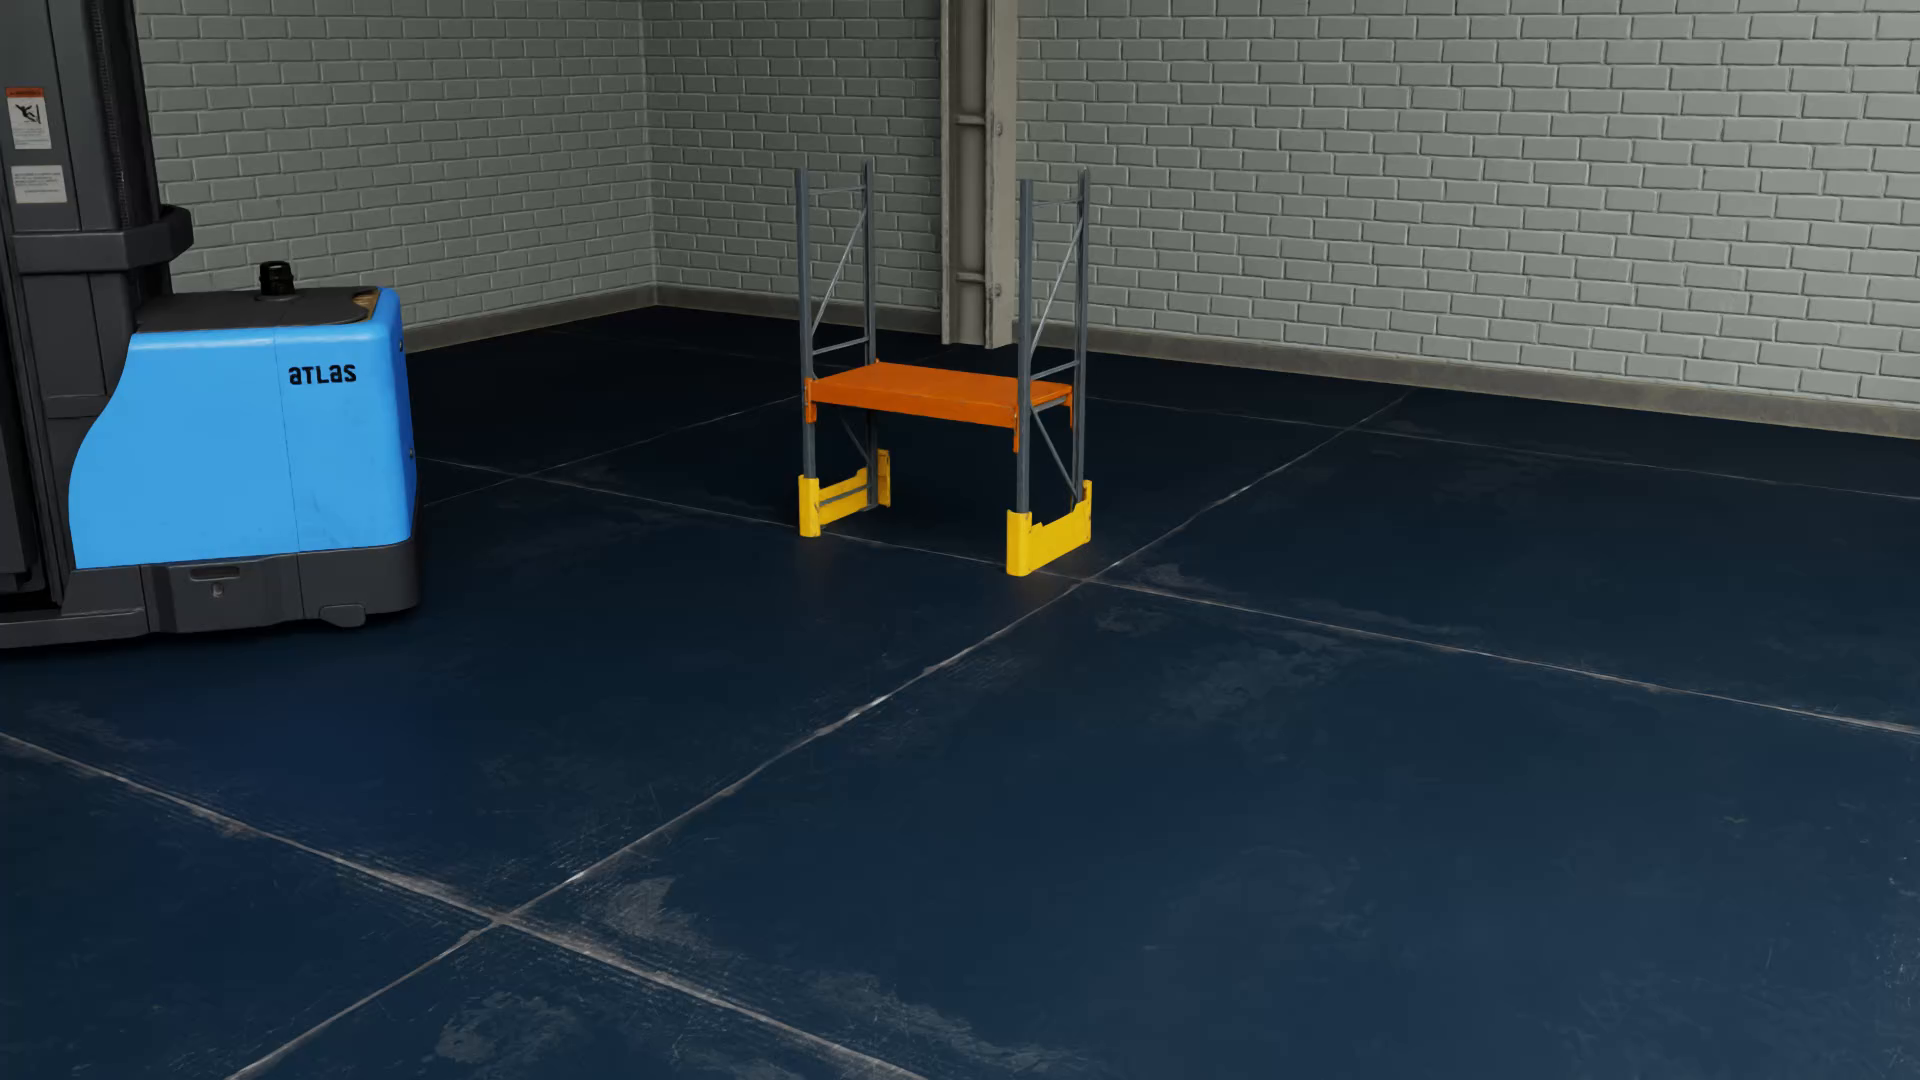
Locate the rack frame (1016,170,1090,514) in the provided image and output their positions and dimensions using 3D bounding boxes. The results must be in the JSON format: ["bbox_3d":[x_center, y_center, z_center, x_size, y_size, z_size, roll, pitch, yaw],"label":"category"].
[{"bbox_3d":[0.360,-0.653,6.451,0.032,1.500,0.500,10,20,30],"label":"rack frame"}]

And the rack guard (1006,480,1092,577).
[{"bbox_3d":[0.359,-0.055,6.634,0.087,0.250,0.587,10,20,30],"label":"rack guard"}]

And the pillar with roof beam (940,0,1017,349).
[{"bbox_3d":[-2.133,-4.577,6.465,0.400,9.000,9.100,10,20,30],"label":"pillar with roof beam"}]

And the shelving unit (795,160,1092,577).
[{"bbox_3d":[-0.065,-0.729,6.701,1.083,1.500,0.587,10,20,30],"label":"shelving unit"}]

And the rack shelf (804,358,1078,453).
[{"bbox_3d":[-0.073,-0.558,6.758,1.000,0.185,0.538,10,20,30],"label":"rack shelf"}]

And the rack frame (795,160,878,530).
[{"bbox_3d":[-0.506,-0.808,6.960,0.032,1.500,0.500,10,20,30],"label":"rack frame"}]

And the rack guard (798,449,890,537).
[{"bbox_3d":[-0.489,-0.207,7.132,0.087,0.250,0.587,10,20,30],"label":"rack guard"}]

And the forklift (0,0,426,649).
[{"bbox_3d":[-3.494,-1.115,5.510,3.031,2.935,1.130,-5,18,-15],"label":"forklift"}]
